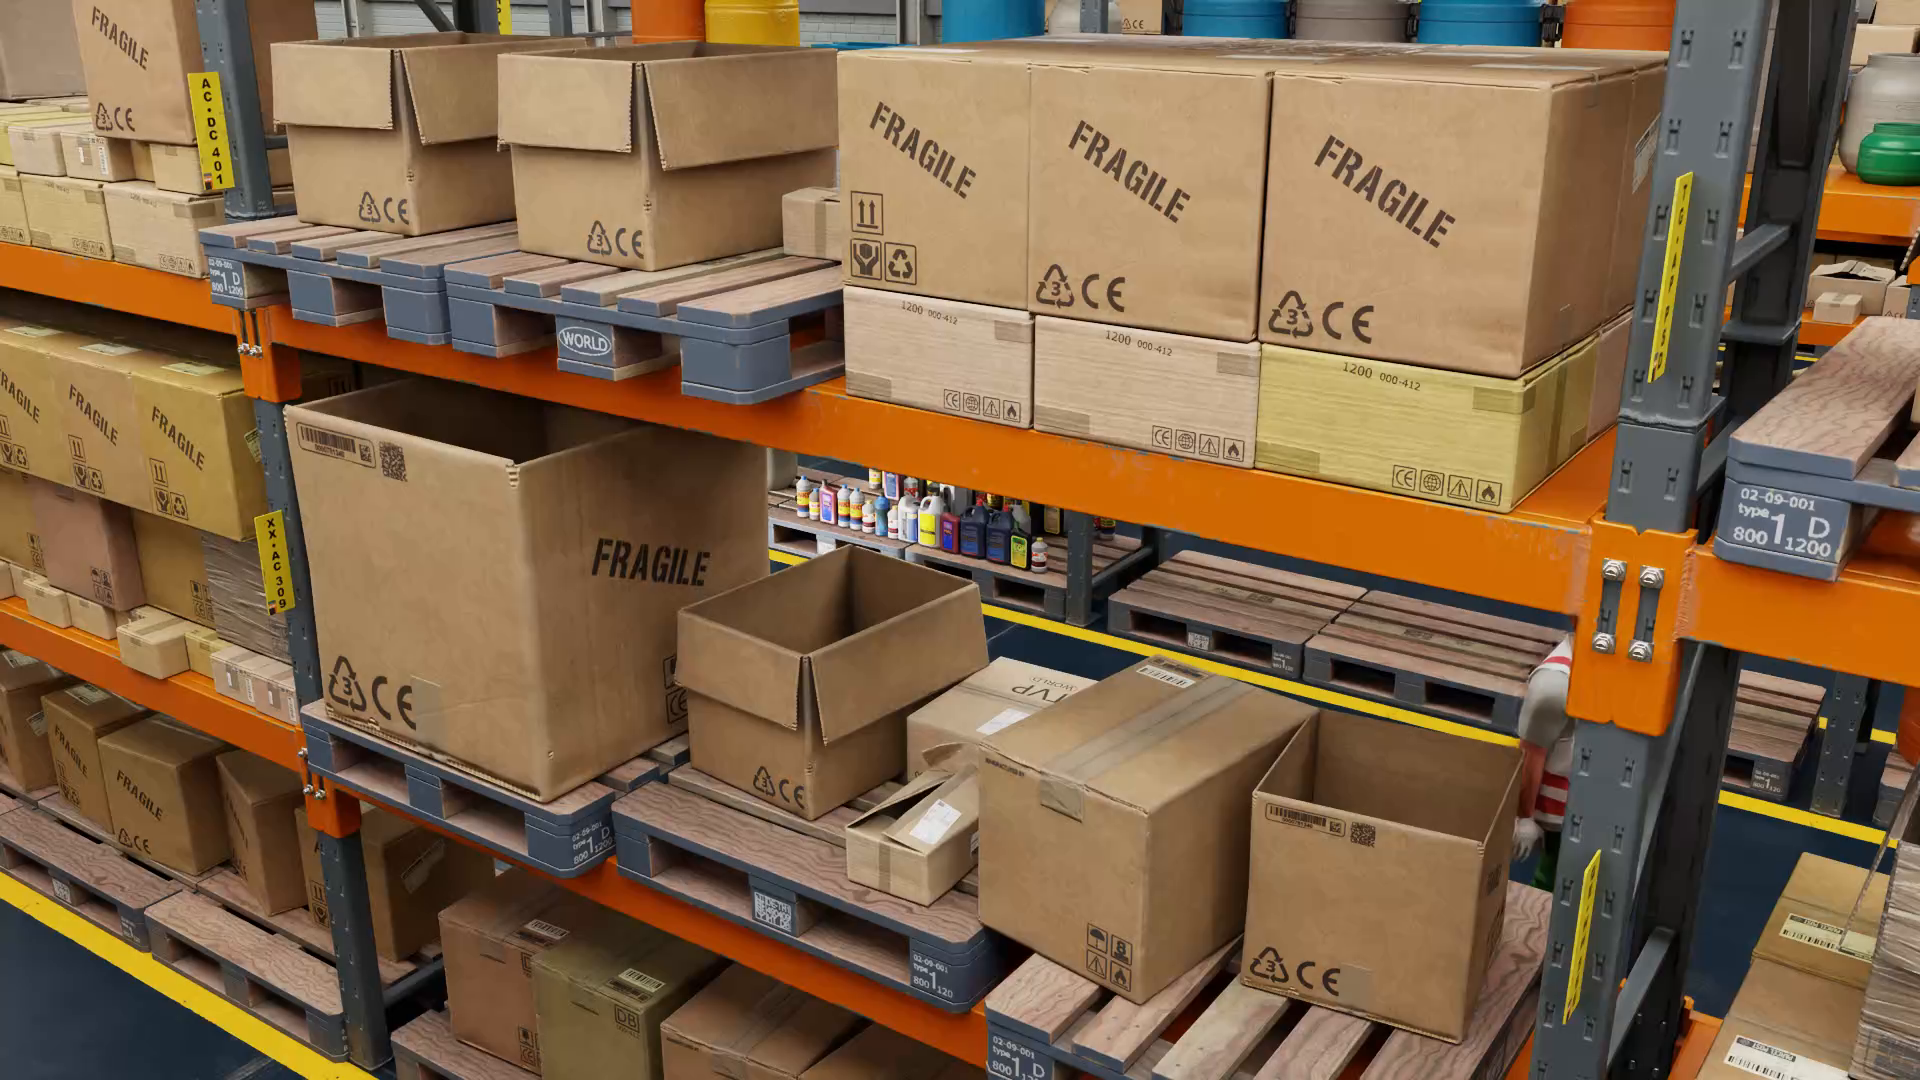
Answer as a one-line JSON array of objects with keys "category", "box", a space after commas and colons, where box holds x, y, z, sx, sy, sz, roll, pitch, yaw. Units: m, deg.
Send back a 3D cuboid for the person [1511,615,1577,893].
[{"category": "person", "box": [2.194, 0.994, 5.779, 0.591, 1.852, 0.529, 17, 26, 40]}]
